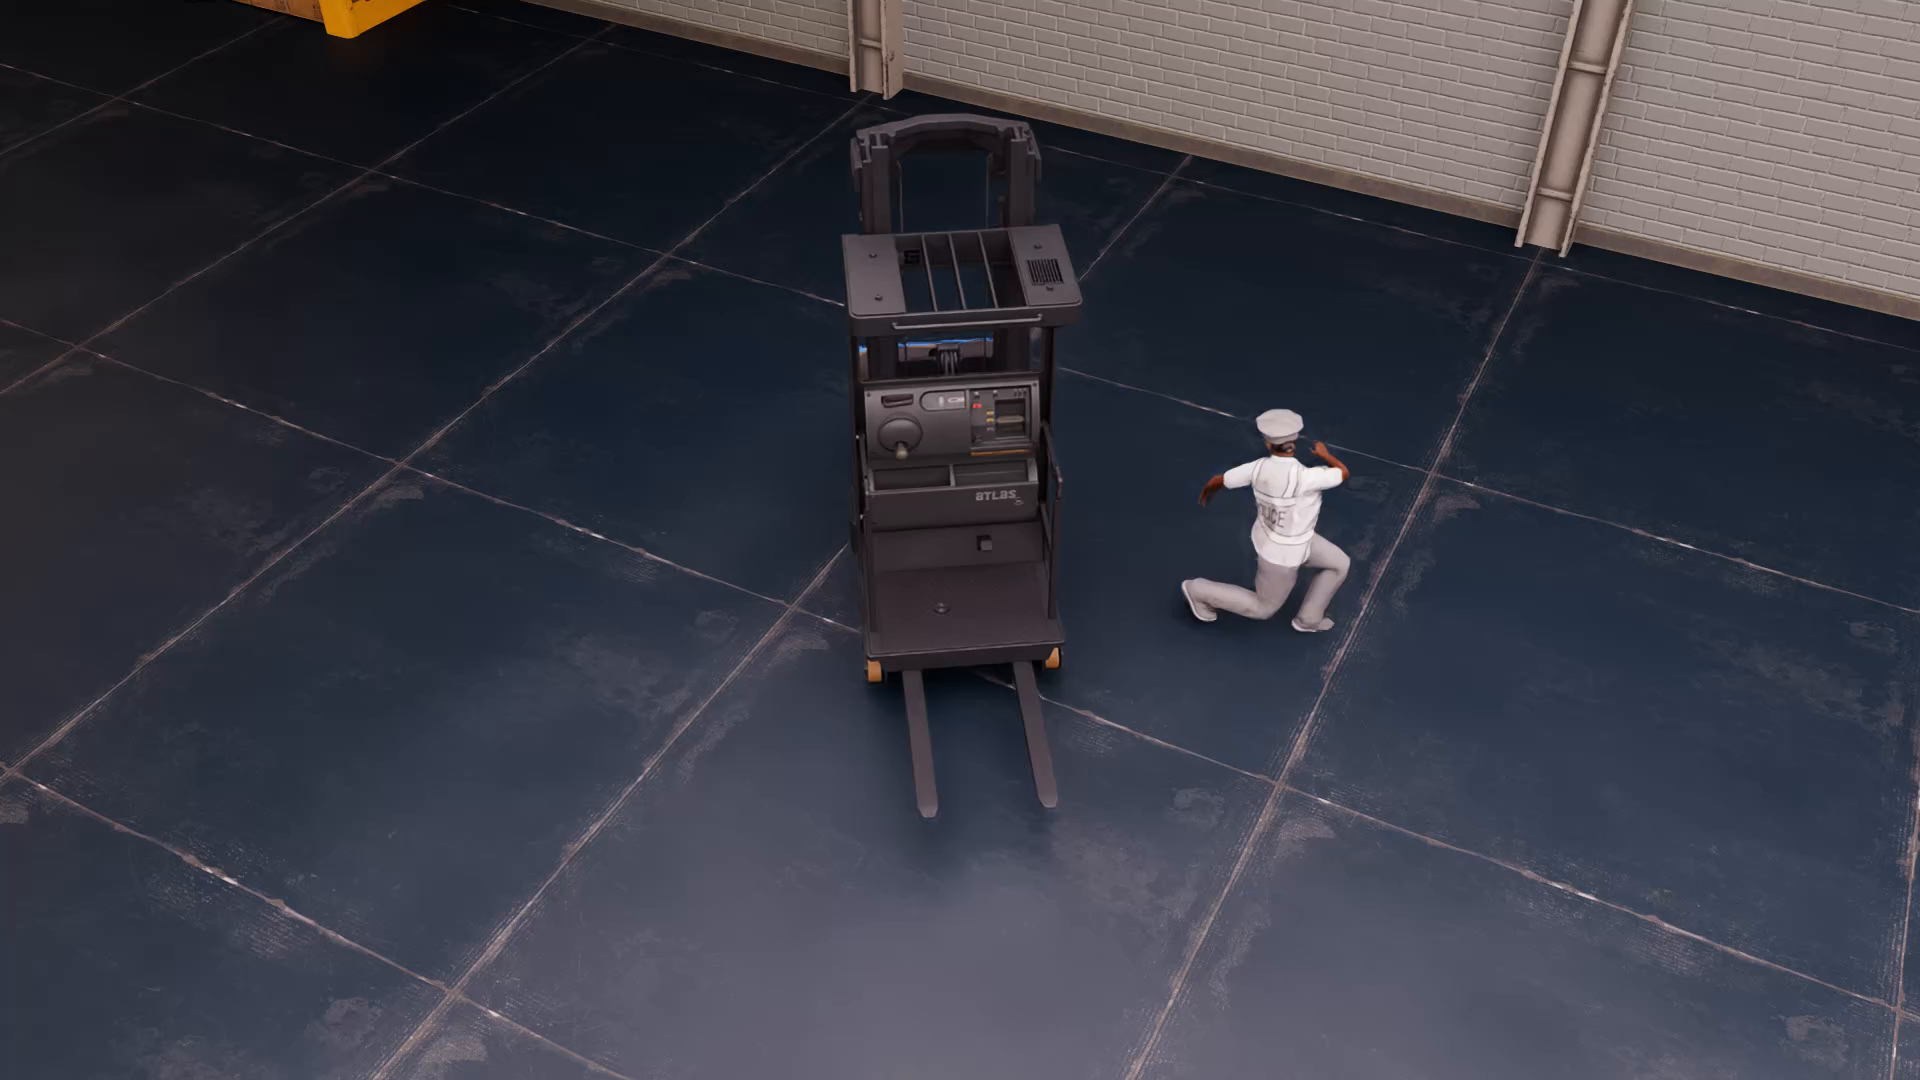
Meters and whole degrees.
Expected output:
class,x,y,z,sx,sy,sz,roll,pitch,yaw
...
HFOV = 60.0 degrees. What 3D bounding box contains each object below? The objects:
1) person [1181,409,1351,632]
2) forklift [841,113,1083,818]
class,x,y,z,sx,sy,sz,roll,pitch,yaw
person,1.735,-0.093,9.337,0.917,1.439,0.695,-2,40,-3
forklift,-0.014,-0.561,8.652,1.130,2.935,3.031,-4,40,-5
